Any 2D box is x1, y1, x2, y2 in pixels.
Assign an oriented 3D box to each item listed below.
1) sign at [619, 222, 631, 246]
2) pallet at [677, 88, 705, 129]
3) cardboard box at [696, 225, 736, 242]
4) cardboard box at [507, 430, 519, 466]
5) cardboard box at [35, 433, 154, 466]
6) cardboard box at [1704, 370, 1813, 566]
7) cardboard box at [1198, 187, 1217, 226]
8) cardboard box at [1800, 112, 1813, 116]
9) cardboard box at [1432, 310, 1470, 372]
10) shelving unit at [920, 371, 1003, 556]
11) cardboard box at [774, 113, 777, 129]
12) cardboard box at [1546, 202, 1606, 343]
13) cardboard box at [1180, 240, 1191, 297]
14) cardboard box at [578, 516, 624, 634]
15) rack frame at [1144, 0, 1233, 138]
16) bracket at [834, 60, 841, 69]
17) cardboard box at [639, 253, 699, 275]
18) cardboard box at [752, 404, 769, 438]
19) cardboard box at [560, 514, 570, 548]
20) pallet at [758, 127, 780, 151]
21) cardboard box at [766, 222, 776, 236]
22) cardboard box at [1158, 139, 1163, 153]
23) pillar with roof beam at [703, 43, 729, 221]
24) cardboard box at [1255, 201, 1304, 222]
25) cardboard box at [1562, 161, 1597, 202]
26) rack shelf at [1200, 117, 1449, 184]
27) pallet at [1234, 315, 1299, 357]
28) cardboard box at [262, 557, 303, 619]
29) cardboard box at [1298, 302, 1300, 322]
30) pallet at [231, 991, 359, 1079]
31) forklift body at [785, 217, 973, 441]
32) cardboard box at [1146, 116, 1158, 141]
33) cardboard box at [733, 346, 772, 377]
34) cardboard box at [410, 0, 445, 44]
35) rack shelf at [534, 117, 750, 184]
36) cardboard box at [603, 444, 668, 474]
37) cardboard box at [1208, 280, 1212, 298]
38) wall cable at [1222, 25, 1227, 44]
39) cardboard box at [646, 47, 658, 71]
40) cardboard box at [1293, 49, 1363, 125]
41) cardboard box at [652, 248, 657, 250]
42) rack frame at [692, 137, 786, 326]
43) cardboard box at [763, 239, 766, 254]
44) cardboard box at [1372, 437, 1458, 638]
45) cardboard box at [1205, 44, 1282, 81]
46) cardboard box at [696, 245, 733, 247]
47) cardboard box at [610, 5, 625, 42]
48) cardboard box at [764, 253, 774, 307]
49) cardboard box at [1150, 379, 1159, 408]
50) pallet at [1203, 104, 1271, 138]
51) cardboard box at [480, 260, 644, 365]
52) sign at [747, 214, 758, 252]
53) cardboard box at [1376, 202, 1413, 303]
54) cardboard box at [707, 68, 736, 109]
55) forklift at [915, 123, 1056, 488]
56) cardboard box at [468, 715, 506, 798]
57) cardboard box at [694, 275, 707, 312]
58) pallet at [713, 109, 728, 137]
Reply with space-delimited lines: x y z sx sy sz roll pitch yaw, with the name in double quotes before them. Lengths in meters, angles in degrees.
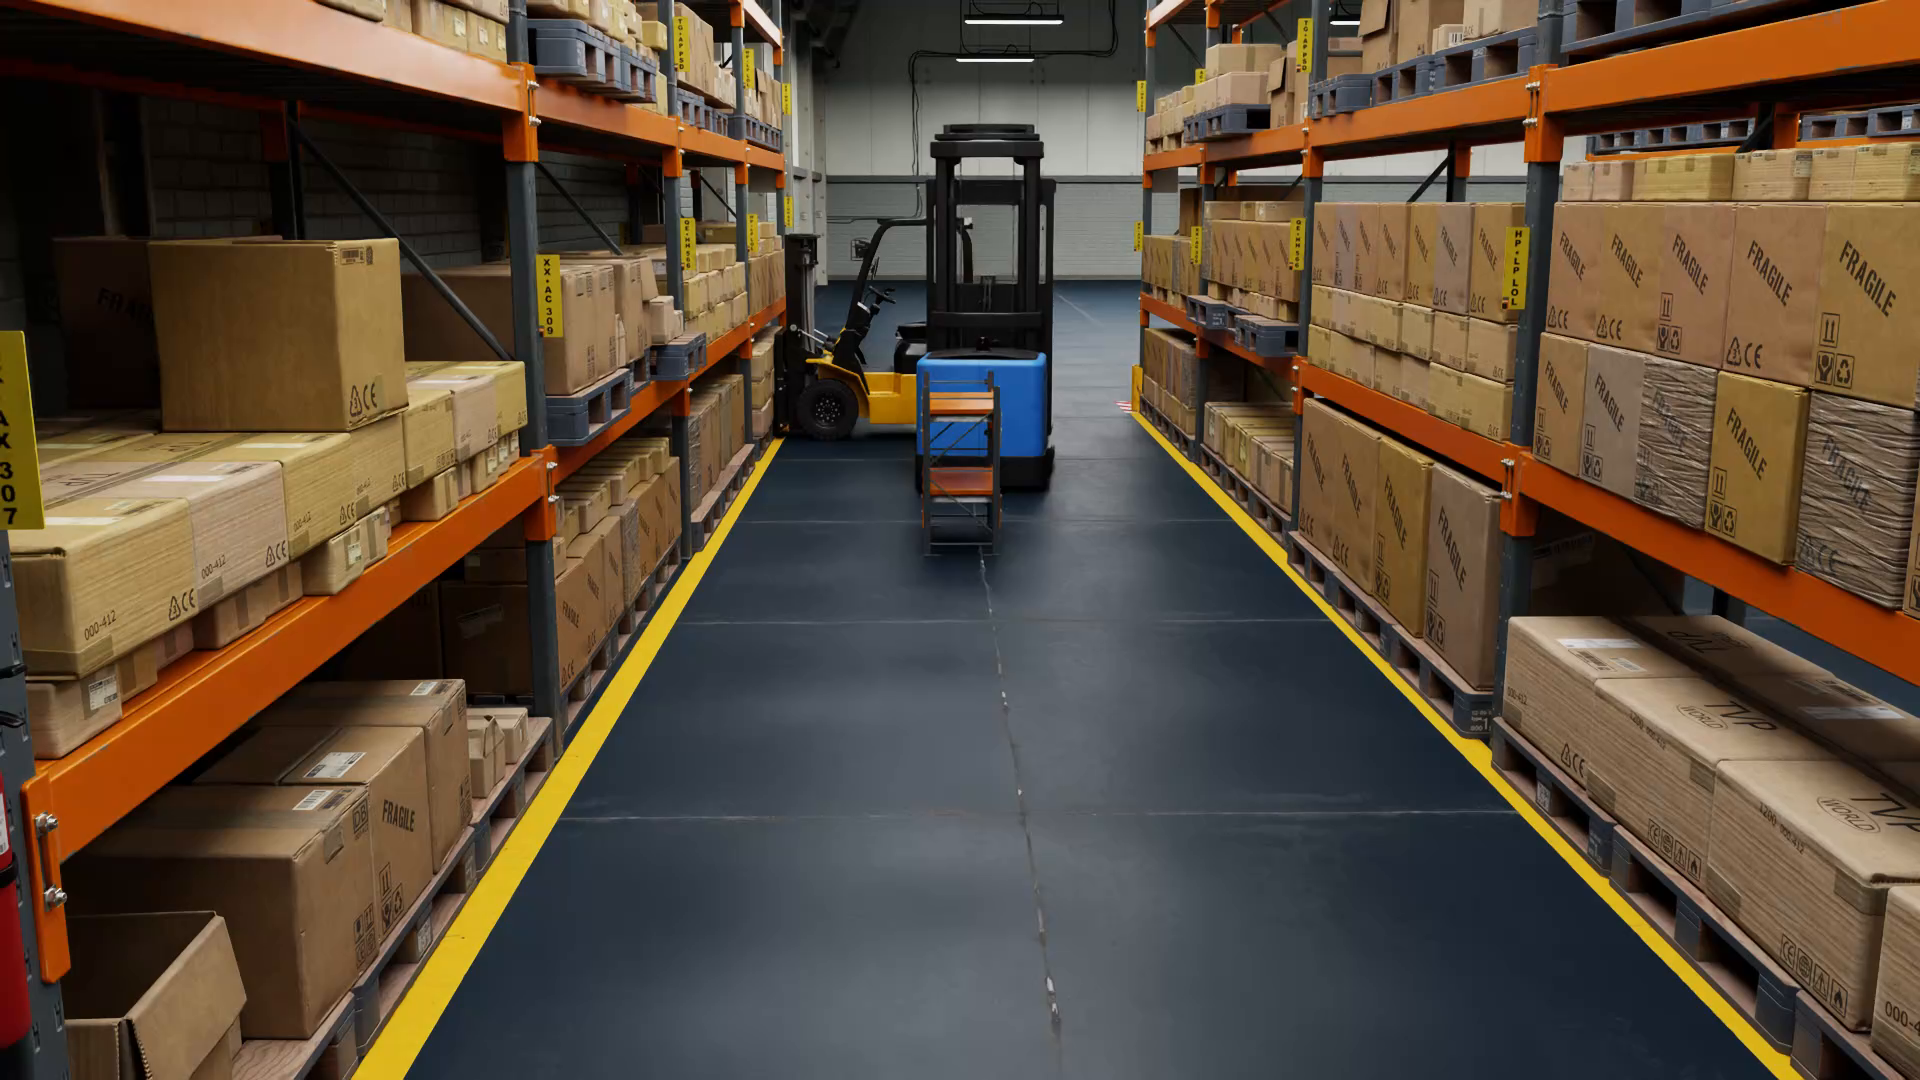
"sign" -2.905 -2.596 14.436 0.100 0.325 0.005 0 11 -1
"pallet" -2.370 -2.853 11.007 1.213 0.211 1.003 0 11 1
"cardboard box" -2.173 -2.765 15.011 0.380 0.149 0.250 0 11 0
"cardboard box" -1.925 -0.360 6.421 0.380 0.149 0.250 0 11 0
"cardboard box" -2.392 -0.114 4.206 0.500 0.250 0.500 0 11 1
"cardboard box" 2.547 -0.220 4.848 0.500 0.500 0.500 0 11 1
"cardboard box" 2.747 -3.235 16.446 0.700 0.500 0.500 0 11 -2
"cardboard box" 7.885 -3.924 15.138 0.380 0.149 0.250 0 11 -1
"cardboard box" 2.508 -0.924 7.690 0.500 0.250 0.500 0 11 0
"shelving unit" 0.000 -0.550 11.441 0.538 1.125 1.048 0 11 -1
"cardboard box" -2.112 -4.369 17.331 0.380 0.149 0.250 -1 11 -3
"cardboard box" 2.546 -1.010 6.227 0.500 0.500 0.500 0 11 -1
"cardboard box" 2.338 -2.541 15.542 0.500 0.500 0.500 0 11 1
"cardboard box" -1.996 0.172 8.400 0.500 0.500 0.500 -1 11 -3
"rack frame" 2.530 -5.892 17.969 1.000 3.000 0.127 0 11 -1
"bracket" -3.642 -14.012 48.938 0.235 0.232 0.430 0 11 -1
"cardboard box" -2.035 -1.928 11.636 0.380 0.149 0.250 0 11 -1
"cardboard box" -2.029 -1.092 15.255 0.500 0.250 0.500 0 11 -1
"cardboard box" -2.026 -0.022 7.724 0.380 0.149 0.250 -1 11 -4
"pallet" -2.444 -4.217 17.479 1.003 0.211 1.213 0 11 -1
"cardboard box" -2.146 -3.272 17.514 0.380 0.149 0.250 0 11 0
"cardboard box" 2.279 -4.127 17.445 0.380 0.149 0.250 0 11 0
"pillar with roof beam" 0.861 -6.939 23.131 9.100 9.000 0.400 0 11 -1
"cardboard box" 2.380 -2.404 12.179 0.380 0.149 0.250 -1 11 -4
"cardboard box" 2.525 -1.360 6.319 0.380 0.149 0.250 0 11 -2
"rack shelf" 2.654 -2.877 12.460 1.077 0.370 4.000 0 11 -1
"pallet" 2.574 -1.409 11.442 1.213 0.211 1.003 0 11 -1
"cardboard box" -1.881 0.101 4.151 0.380 0.149 0.250 0 11 0
"cardboard box" 2.453 -1.509 11.027 0.380 0.149 0.250 0 11 1
"pallet" -2.121 1.443 3.917 1.003 0.211 1.213 0 11 -1
"forklift body" -0.569 -2.146 16.725 2.313 2.155 1.214 0 11 -1
"cardboard box" 2.274 -4.393 17.755 0.500 0.250 0.500 0 11 -2
"cardboard box" -2.046 -1.683 15.656 0.500 0.250 0.500 0 11 -1
"cardboard box" -1.882 -1.671 5.340 0.380 0.149 0.250 0 11 -1
"rack shelf" -2.308 -2.856 12.356 1.077 0.370 4.000 0 11 -1
"cardboard box" -1.967 -0.488 10.020 0.380 0.149 0.250 -1 11 -4
"cardboard box" 2.308 -2.128 14.082 0.380 0.149 0.250 0 11 0
"wall cable" 6.814 -13.986 49.311 2.305 6.003 0.169 0 11 -1
"cardboard box" -2.019 -2.863 9.958 0.380 0.149 0.250 0 11 0
"cardboard box" 2.686 -3.069 11.348 0.700 0.500 0.500 0 11 -1
"cardboard box" -2.594 -2.228 13.116 0.380 0.149 0.250 0 11 -1
"rack frame" -2.432 -2.931 18.462 1.000 3.000 0.127 0 11 -1
"cardboard box" -2.105 -2.875 16.301 0.380 0.149 0.250 0 11 -2
"cardboard box" 2.659 -0.034 8.468 0.875 0.875 0.875 0 11 0
"cardboard box" 2.245 -3.787 13.203 0.500 0.250 0.500 0 11 -2
"cardboard box" -2.097 -2.384 13.885 0.380 0.149 0.250 0 11 -2
"cardboard box" -1.813 -2.462 7.929 0.380 0.149 0.250 0 11 0
"cardboard box" -2.126 -2.578 16.472 0.500 0.500 0.500 0 11 -1
"cardboard box" 2.273 -1.547 17.501 0.500 0.250 0.500 0 11 1
"pallet" 2.544 -3.206 12.744 1.213 0.211 1.003 0 11 -1
"cardboard box" -1.998 -1.156 8.407 0.700 0.500 0.500 0 11 -1
"sign" -1.807 -2.669 14.456 0.100 0.325 0.005 0 11 -1
"cardboard box" 2.483 -1.500 8.642 0.500 0.500 0.500 0 11 0
"cardboard box" -2.091 -3.674 13.497 0.500 0.311 0.500 -1 11 -3
"forklift" 0.276 -2.102 14.547 1.130 2.935 3.031 1 12 5
"cardboard box" -1.872 0.769 6.044 0.396 0.266 0.258 0 11 1
"cardboard box" -2.041 -1.701 11.519 0.500 0.250 0.500 0 11 1
"pallet" -2.318 -3.337 13.399 0.805 0.209 1.217 -1 11 -3
